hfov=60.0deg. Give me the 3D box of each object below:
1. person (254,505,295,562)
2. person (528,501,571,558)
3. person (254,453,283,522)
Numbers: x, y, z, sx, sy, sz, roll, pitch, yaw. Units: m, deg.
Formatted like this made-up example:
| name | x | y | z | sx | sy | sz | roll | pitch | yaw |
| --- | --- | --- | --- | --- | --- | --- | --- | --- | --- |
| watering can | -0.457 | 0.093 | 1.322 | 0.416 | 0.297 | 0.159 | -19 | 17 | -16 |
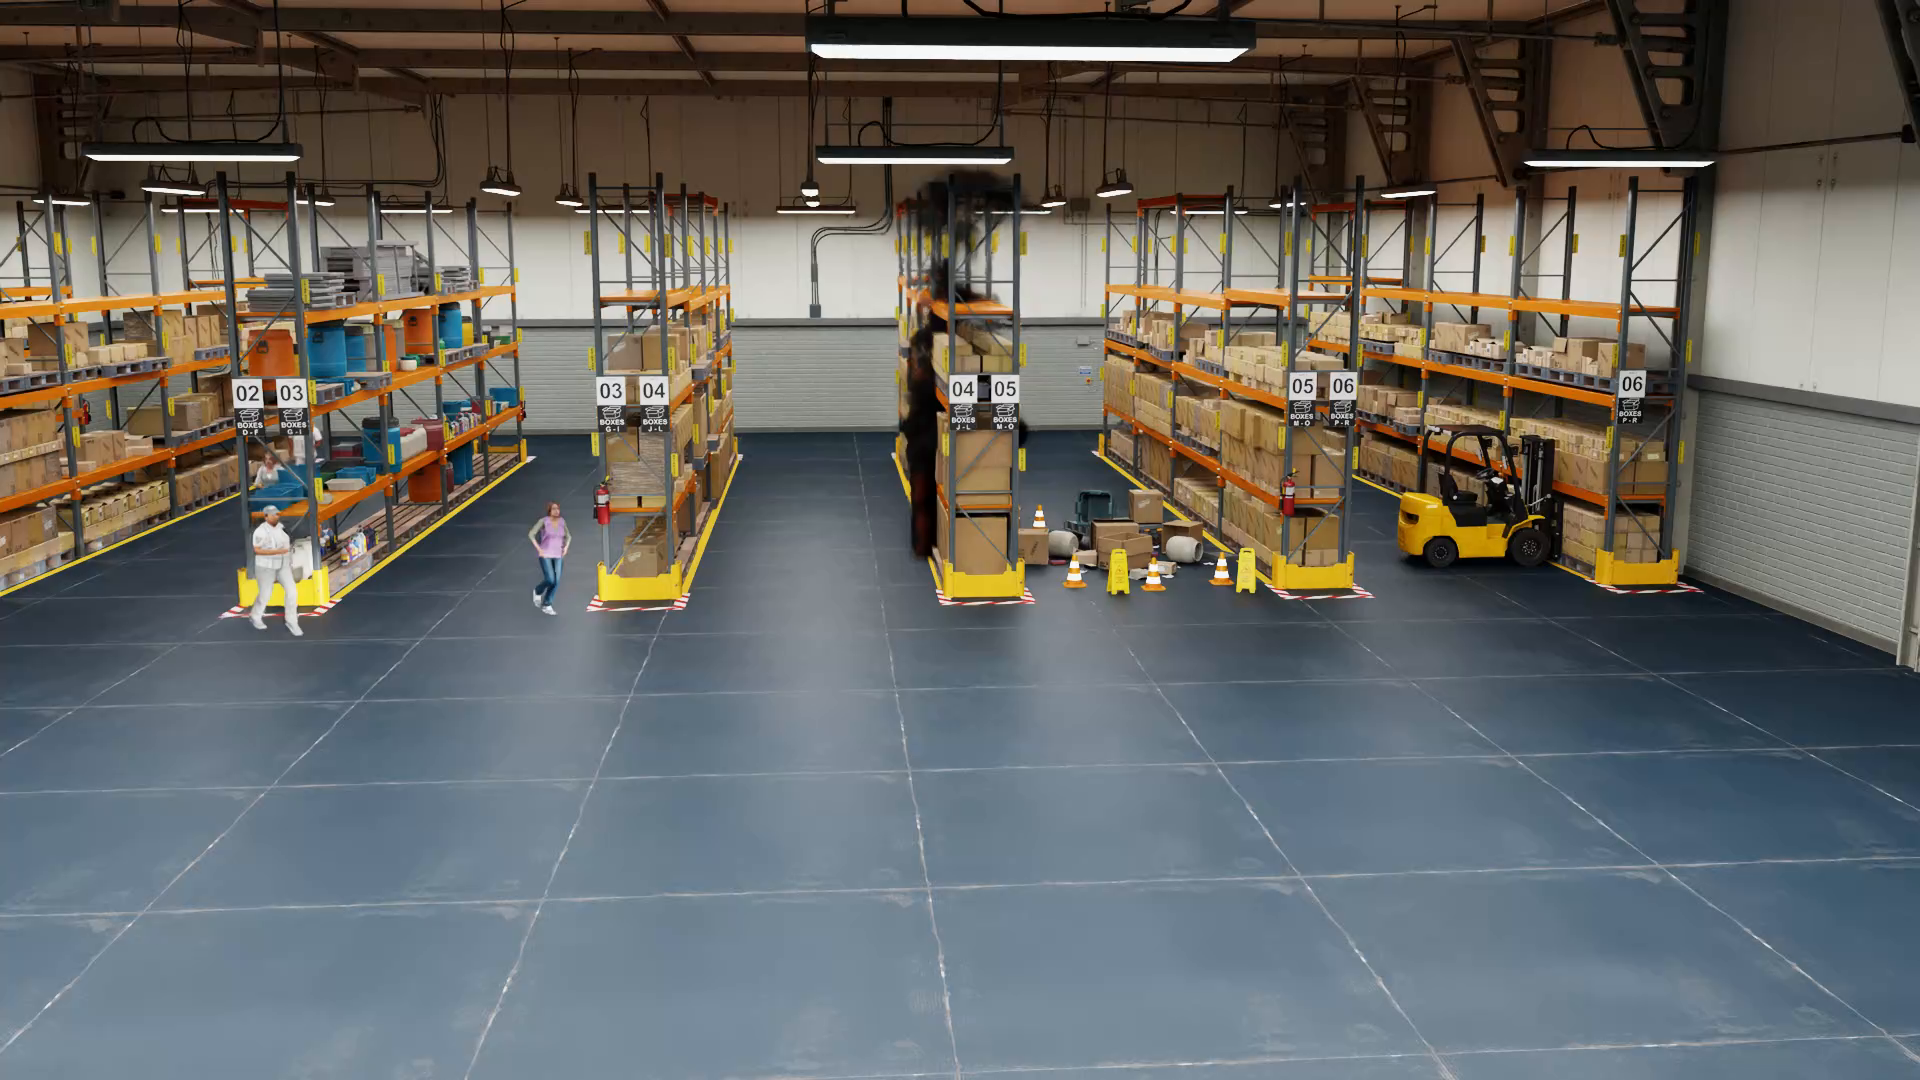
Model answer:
| name | x | y | z | sx | sy | sz | roll | pitch | yaw |
| --- | --- | --- | --- | --- | --- | --- | --- | --- | --- |
| person | -8.904 | -0.050 | 21.576 | 0.616 | 0.816 | 0.614 | 6 | 11 | 29 |
| person | -5.594 | -0.134 | 22.833 | 0.568 | 0.794 | 0.400 | -8 | 13 | -38 |
| person | -11.493 | -0.646 | 27.817 | 0.524 | 1.622 | 0.731 | -1 | 10 | -4 |
